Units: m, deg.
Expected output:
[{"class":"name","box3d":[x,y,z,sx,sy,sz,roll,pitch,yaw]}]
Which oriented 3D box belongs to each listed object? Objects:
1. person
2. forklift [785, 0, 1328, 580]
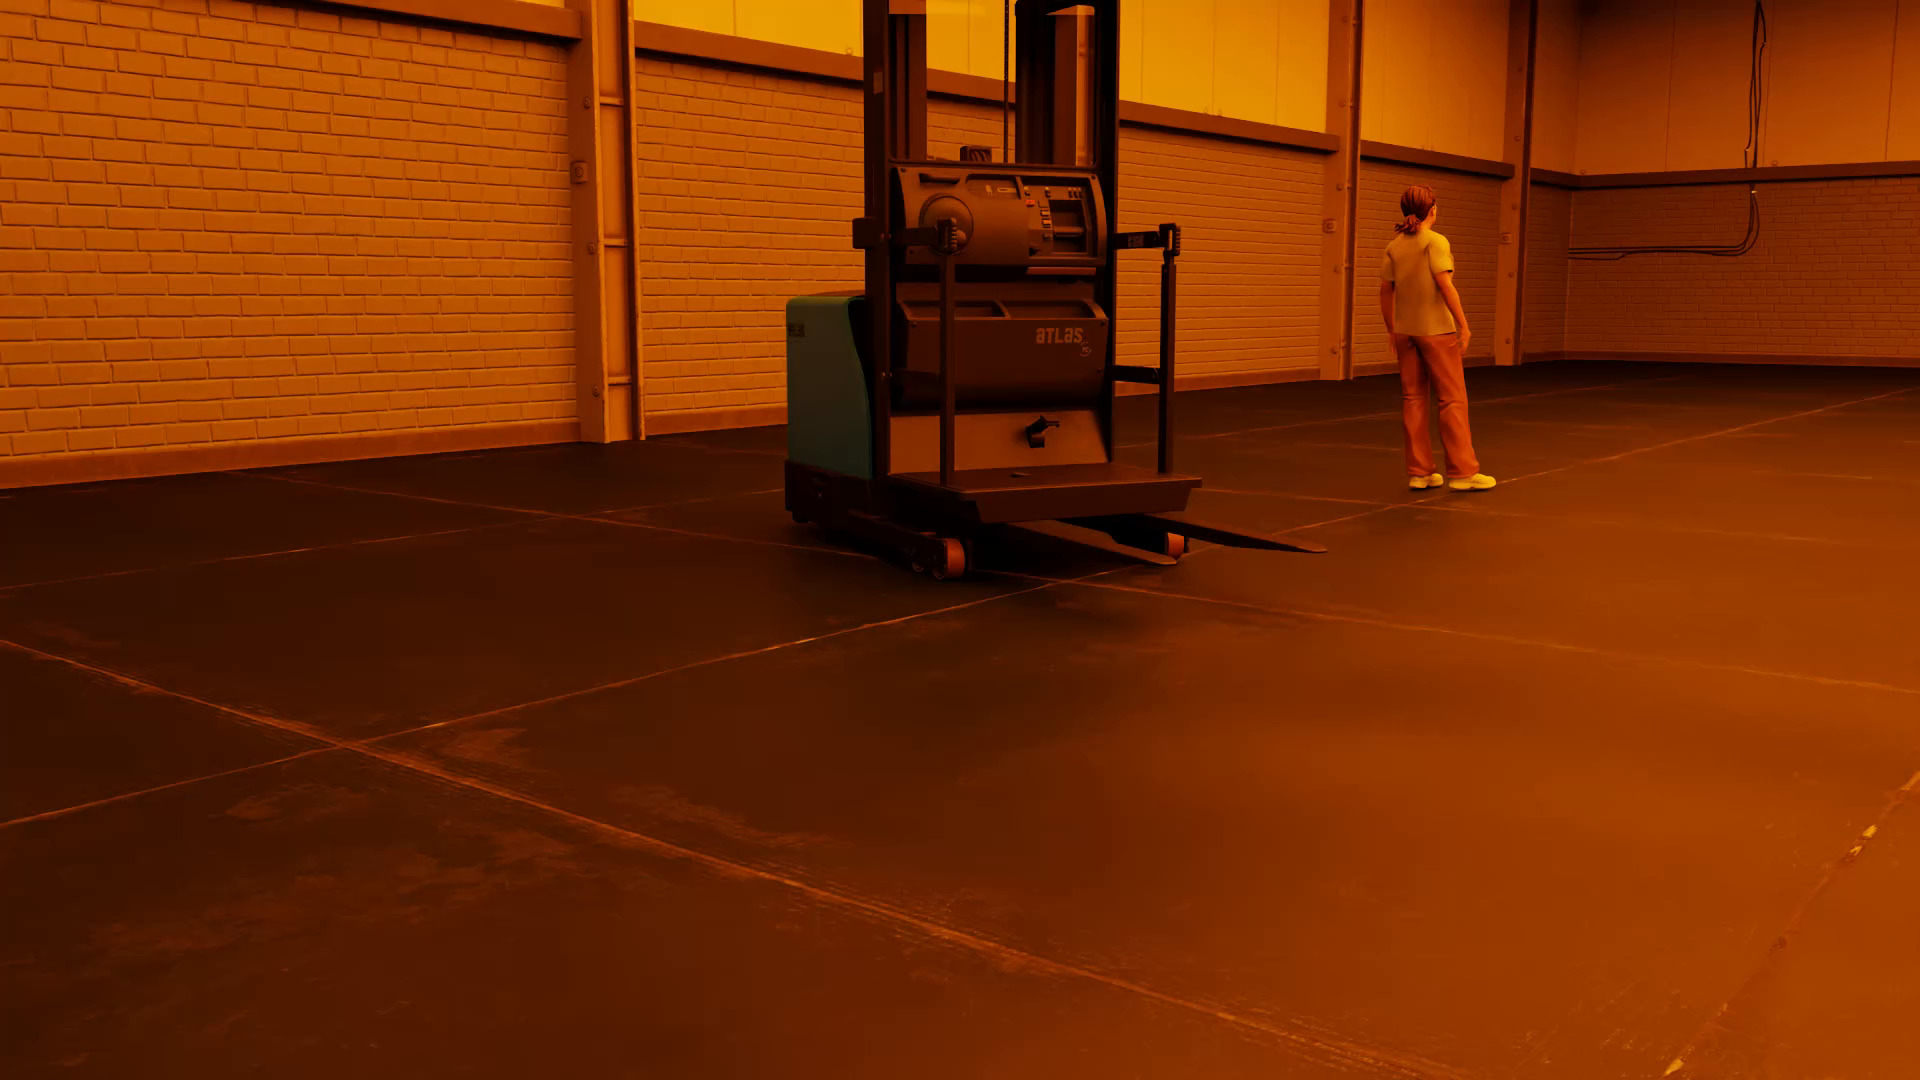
[{"class":"person","box3d":[2.641,-1.127,9.263,0.549,1.675,0.553,-6,10,-35]},{"class":"forklift","box3d":[0.276,-1.370,6.641,1.130,2.935,3.031,-4,9,-26]}]
